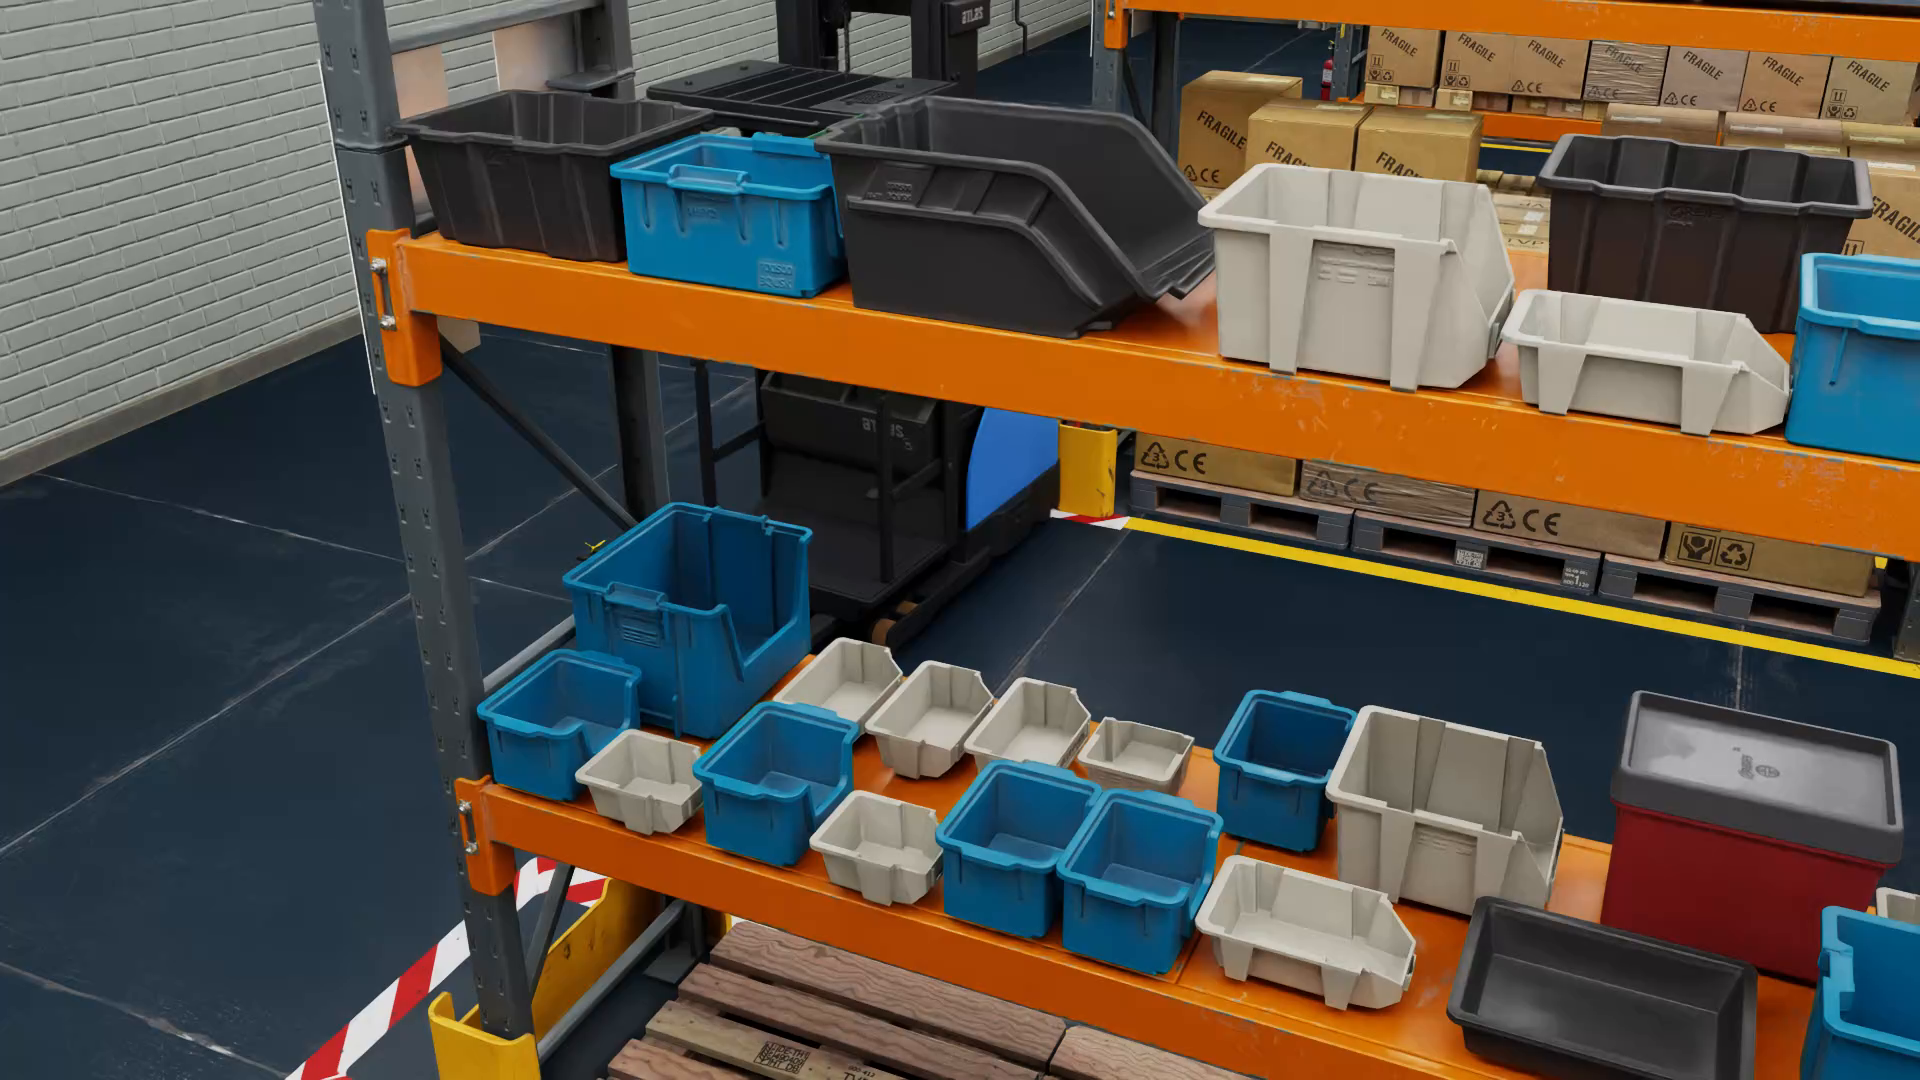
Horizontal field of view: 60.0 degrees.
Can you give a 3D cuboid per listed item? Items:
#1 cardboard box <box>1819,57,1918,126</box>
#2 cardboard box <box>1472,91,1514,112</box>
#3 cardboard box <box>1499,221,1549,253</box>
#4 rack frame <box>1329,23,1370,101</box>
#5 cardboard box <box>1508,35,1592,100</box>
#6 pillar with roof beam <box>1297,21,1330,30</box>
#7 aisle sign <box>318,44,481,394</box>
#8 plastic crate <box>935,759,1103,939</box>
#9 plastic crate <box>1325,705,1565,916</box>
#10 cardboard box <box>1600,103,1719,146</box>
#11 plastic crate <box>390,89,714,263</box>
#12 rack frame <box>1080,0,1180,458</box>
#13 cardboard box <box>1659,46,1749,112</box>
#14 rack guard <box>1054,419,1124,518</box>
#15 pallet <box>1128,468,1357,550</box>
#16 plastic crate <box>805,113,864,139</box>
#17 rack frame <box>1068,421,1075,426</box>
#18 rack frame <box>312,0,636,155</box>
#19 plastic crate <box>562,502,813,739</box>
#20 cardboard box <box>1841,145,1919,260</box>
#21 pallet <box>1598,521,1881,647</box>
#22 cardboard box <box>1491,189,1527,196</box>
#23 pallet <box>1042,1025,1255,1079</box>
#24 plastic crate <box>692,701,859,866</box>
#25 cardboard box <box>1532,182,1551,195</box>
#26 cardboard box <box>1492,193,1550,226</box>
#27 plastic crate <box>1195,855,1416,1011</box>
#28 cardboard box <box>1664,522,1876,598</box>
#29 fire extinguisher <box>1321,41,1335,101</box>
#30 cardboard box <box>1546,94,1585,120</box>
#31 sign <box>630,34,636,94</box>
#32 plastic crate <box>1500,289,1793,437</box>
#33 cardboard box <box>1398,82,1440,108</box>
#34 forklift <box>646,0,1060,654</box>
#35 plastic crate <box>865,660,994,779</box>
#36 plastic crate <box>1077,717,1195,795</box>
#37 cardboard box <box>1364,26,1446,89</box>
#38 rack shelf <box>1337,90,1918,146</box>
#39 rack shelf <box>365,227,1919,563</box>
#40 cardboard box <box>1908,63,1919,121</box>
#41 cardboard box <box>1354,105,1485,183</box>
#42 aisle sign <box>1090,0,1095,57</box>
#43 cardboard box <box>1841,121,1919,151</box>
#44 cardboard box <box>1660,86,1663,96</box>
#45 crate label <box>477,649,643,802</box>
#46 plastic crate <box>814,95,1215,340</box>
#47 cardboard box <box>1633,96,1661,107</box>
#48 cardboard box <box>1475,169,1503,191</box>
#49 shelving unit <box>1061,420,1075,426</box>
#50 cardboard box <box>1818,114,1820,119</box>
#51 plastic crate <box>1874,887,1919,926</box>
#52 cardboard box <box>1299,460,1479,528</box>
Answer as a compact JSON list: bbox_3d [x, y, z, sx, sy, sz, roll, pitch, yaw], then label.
[{"bbox_3d":[6.135,-3.114,11.228,0.500,0.500,0.500,11,28,22],"label":"cardboard box"},{"bbox_3d":[3.974,-3.295,12.331,0.250,0.149,0.380,13,29,24],"label":"cardboard box"},{"bbox_3d":[2.640,-1.307,7.841,0.500,0.250,0.500,11,28,21],"label":"cardboard box"},{"bbox_3d":[3.051,-3.692,12.852,0.127,3.000,1.000,11,28,22],"label":"rack frame"},{"bbox_3d":[4.283,-3.495,12.002,0.500,0.500,0.500,12,29,22],"label":"cardboard box"},{"bbox_3d":[3.196,-9.513,17.884,0.400,9.000,9.100,11,28,22],"label":"pillar with roof beam"},{"bbox_3d":[-1.333,-0.784,4.004,0.004,0.787,0.394,11,28,22],"label":"aisle sign"},{"bbox_3d":[0.142,0.742,3.968,0.300,0.233,0.416,11,28,22],"label":"plastic crate"},{"bbox_3d":[1.183,0.680,4.039,0.530,0.282,0.437,11,28,22],"label":"plastic crate"},{"bbox_3d":[3.296,-1.764,7.921,0.500,0.500,0.500,10,28,20],"label":"cardboard box"},{"bbox_3d":[-0.910,-0.829,3.790,0.590,0.269,0.497,11,28,22],"label":"plastic crate"},{"bbox_3d":[0.905,-1.716,8.839,0.127,3.000,1.000,11,28,22],"label":"rack frame"},{"bbox_3d":[5.210,-3.300,11.608,0.500,0.500,0.500,11,28,22],"label":"cardboard box"},{"bbox_3d":[0.884,-0.599,9.400,0.348,0.500,1.175,11,28,22],"label":"rack guard"},{"bbox_3d":[1.666,-0.350,9.222,1.213,0.211,1.003,11,28,22],"label":"pallet"},{"bbox_3d":[-0.129,-0.909,4.045,0.336,0.188,0.450,11,28,22],"label":"plastic crate"},{"bbox_3d":[0.656,-0.754,10.003,0.008,0.200,1.050,9,28,17],"label":"rack frame"},{"bbox_3d":[-1.145,-2.416,3.469,0.127,3.000,1.000,11,28,22],"label":"rack frame"},{"bbox_3d":[-0.763,0.219,4.801,0.499,0.435,0.616,11,28,22],"label":"plastic crate"},{"bbox_3d":[4.018,-1.364,7.108,0.500,0.500,0.500,12,29,23],"label":"cardboard box"},{"bbox_3d":[3.887,0.096,8.316,1.213,0.211,1.003,11,28,22],"label":"pallet"},{"bbox_3d":[4.124,-2.524,12.559,0.250,0.149,0.380,10,28,19],"label":"cardboard box"},{"bbox_3d":[0.696,1.917,4.618,1.213,0.211,1.003,11,28,22],"label":"pallet"},{"bbox_3d":[-0.457,0.622,4.213,0.300,0.233,0.416,11,28,22],"label":"plastic crate"},{"bbox_3d":[4.608,-2.708,12.933,0.250,0.149,0.380,12,29,24],"label":"cardboard box"},{"bbox_3d":[2.857,-1.521,8.276,0.500,0.250,0.500,11,28,22],"label":"cardboard box"},{"bbox_3d":[0.787,0.901,3.755,0.466,0.136,0.293,11,28,22],"label":"plastic crate"},{"bbox_3d":[3.979,-0.373,8.041,0.875,0.875,0.875,11,28,22],"label":"cardboard box"},{"bbox_3d":[3.012,-3.721,13.422,0.183,0.674,0.296,11,28,22],"label":"fire extinguisher"},{"bbox_3d":[4.424,-3.179,12.096,0.250,0.149,0.380,11,28,21],"label":"cardboard box"},{"bbox_3d":[-0.932,-1.247,4.610,0.005,0.325,0.100,11,28,22],"label":"sign"},{"bbox_3d":[1.181,-0.300,2.866,0.466,0.136,0.293,11,28,22],"label":"plastic crate"},{"bbox_3d":[3.459,-3.358,12.459,0.250,0.149,0.380,12,29,24],"label":"cardboard box"},{"bbox_3d":[-0.629,-1.015,7.494,1.130,2.935,3.031,14,30,26],"label":"forklift"},{"bbox_3d":[-0.070,0.502,4.565,0.243,0.136,0.396,11,28,22],"label":"plastic crate"},{"bbox_3d":[0.471,0.590,4.386,0.250,0.136,0.298,11,28,22],"label":"plastic crate"},{"bbox_3d":[3.345,-3.677,12.372,0.500,0.500,0.500,13,29,24],"label":"cardboard box"},{"bbox_3d":[4.871,-3.003,12.269,4.000,0.370,1.077,11,28,22],"label":"rack shelf"},{"bbox_3d":[0.676,-0.382,3.548,4.000,0.370,1.077,11,28,22],"label":"rack shelf"},{"bbox_3d":[9.246,-4.123,15.659,0.875,0.875,0.875,12,29,23],"label":"cardboard box"},{"bbox_3d":[2.160,-1.738,7.869,0.500,0.500,0.500,11,28,20],"label":"cardboard box"},{"bbox_3d":[0.716,-2.775,8.047,0.004,0.787,0.394,11,28,22],"label":"aisle sign"},{"bbox_3d":[4.217,-1.577,7.542,0.500,0.500,0.500,11,28,22],"label":"cardboard box"},{"bbox_3d":[5.087,-3.283,12.306,0.250,0.149,0.380,12,29,24],"label":"cardboard box"},{"bbox_3d":[-1.056,0.501,4.457,0.303,0.233,0.416,11,28,22],"label":"crate label"},{"bbox_3d":[0.132,-0.652,3.353,0.767,0.338,0.504,11,28,22],"label":"plastic crate"},{"bbox_3d":[4.882,-3.063,11.859,0.250,0.149,0.380,12,29,23],"label":"cardboard box"},{"bbox_3d":[4.131,-2.808,13.136,0.250,0.149,0.380,11,28,21],"label":"cardboard box"},{"bbox_3d":[0.540,-0.772,10.039,0.252,0.215,1.050,9,28,17],"label":"shelving unit"},{"bbox_3d":[5.837,-2.882,11.492,0.250,0.149,0.380,13,29,24],"label":"cardboard box"},{"bbox_3d":[2.132,0.956,3.643,0.243,0.136,0.396,11,28,22],"label":"plastic crate"},{"bbox_3d":[2.350,-0.700,8.705,0.875,0.875,0.875,11,28,22],"label":"cardboard box"}]
